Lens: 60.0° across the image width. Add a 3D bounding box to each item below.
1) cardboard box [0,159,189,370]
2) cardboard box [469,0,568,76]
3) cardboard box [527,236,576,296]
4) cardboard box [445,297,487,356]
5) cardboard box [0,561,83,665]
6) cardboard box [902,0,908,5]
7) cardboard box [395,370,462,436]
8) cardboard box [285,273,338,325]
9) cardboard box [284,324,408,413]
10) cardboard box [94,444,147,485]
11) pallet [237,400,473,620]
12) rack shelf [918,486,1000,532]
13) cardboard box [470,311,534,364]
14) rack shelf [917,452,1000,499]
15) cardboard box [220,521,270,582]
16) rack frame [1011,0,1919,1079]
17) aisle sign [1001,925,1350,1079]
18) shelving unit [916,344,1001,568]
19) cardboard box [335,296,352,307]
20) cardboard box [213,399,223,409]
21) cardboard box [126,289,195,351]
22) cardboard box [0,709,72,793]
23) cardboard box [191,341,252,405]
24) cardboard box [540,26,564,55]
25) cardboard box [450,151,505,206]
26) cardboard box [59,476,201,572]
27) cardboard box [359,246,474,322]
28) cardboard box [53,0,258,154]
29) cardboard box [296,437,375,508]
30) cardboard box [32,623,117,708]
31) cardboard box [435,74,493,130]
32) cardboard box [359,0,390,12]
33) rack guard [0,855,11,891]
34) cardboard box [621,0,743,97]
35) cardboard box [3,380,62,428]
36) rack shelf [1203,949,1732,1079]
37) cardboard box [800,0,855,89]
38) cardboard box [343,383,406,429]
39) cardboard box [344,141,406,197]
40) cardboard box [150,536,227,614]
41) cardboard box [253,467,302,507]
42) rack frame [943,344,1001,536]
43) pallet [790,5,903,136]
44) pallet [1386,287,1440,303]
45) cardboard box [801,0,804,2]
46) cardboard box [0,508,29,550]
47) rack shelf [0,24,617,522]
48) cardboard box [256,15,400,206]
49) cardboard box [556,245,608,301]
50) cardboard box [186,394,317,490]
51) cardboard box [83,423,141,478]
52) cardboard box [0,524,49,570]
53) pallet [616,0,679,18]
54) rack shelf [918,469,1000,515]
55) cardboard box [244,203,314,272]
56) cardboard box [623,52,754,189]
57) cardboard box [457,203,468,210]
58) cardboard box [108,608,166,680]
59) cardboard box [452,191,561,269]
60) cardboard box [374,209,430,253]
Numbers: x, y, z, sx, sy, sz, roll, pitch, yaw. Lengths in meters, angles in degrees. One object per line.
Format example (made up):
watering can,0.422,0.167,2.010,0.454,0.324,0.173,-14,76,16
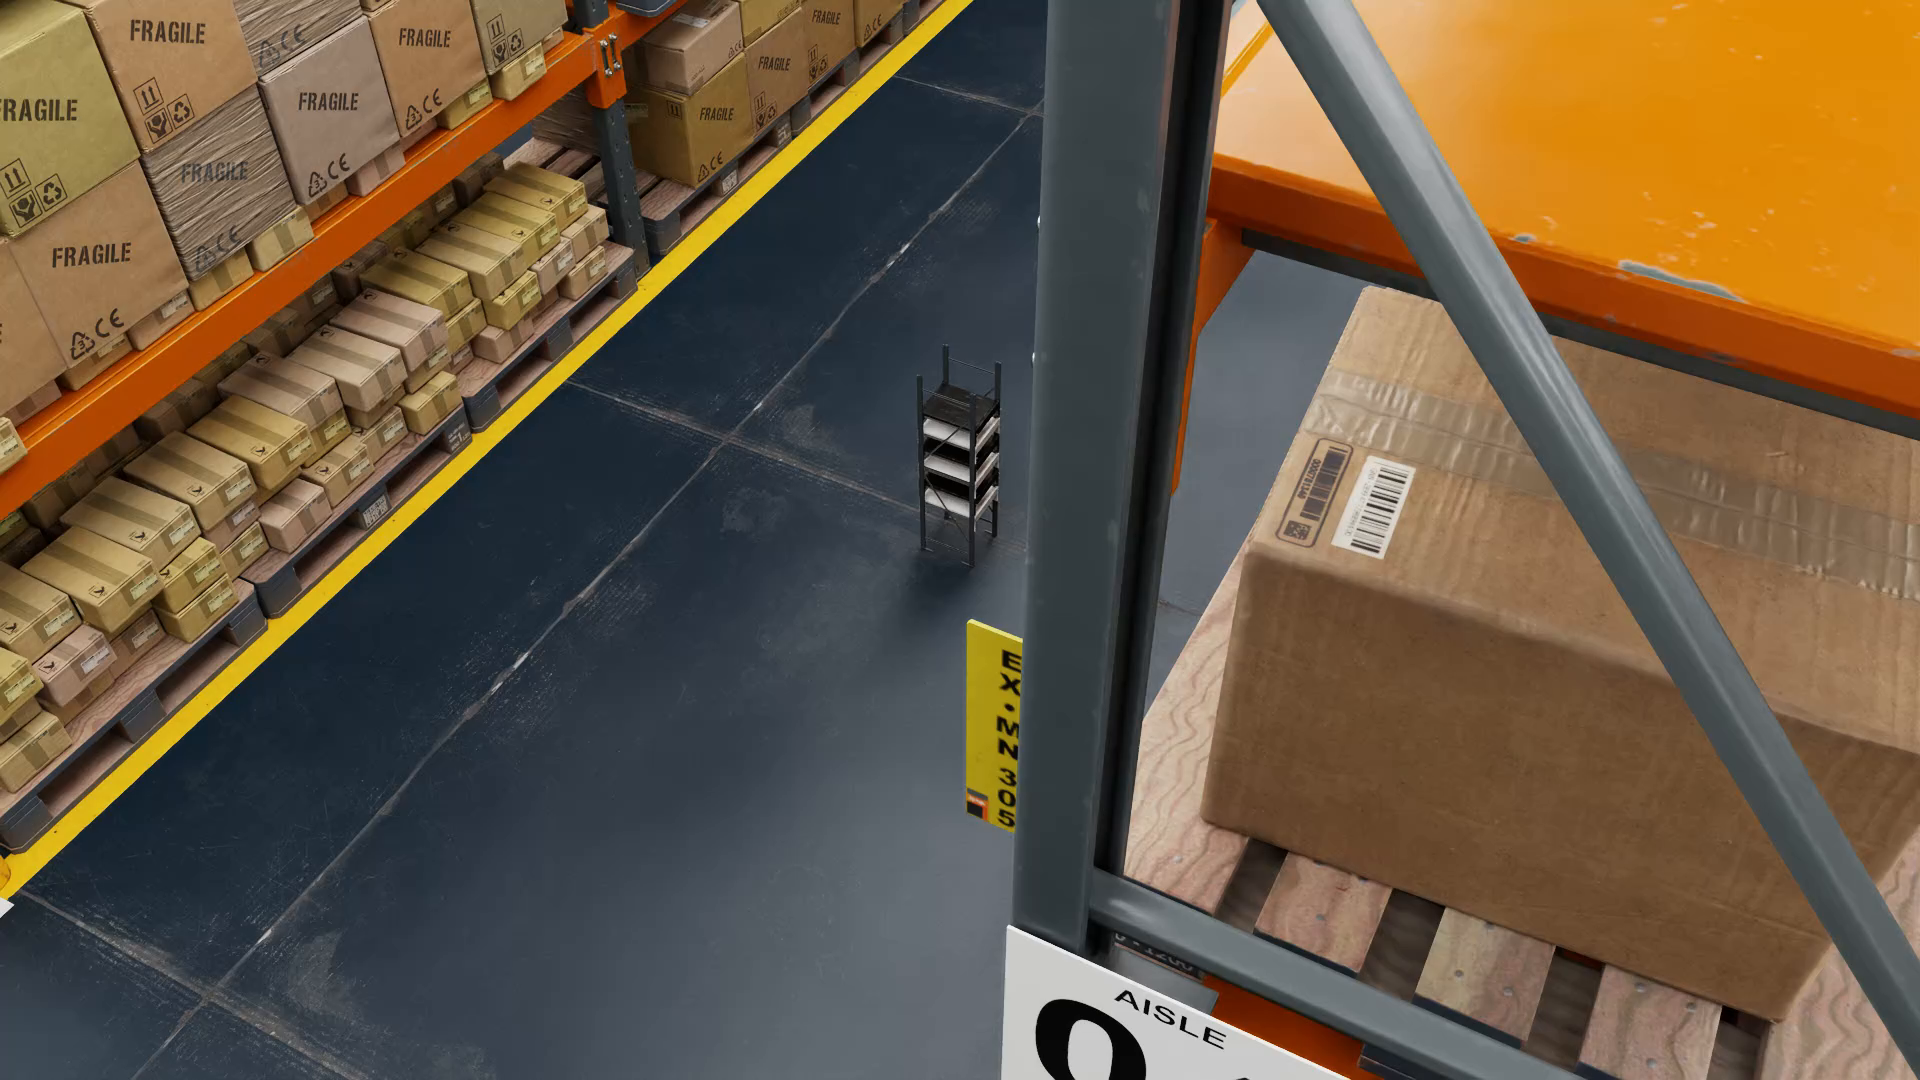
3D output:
cardboard box,-2.902,-0.947,5.297,0.500,0.500,0.500,21,49,20
cardboard box,-1.937,-2.227,6.562,0.500,0.500,0.500,21,49,19
cardboard box,-1.942,-1.257,7.384,0.380,0.149,0.250,18,48,17
cardboard box,-2.254,-0.957,7.087,0.380,0.149,0.250,21,49,19
cardboard box,-3.254,0.249,5.686,0.380,0.149,0.250,21,49,20
cardboard box,-0.425,-3.447,9.510,0.500,0.500,0.500,22,49,21
cardboard box,-2.324,-0.619,6.962,0.380,0.149,0.250,20,49,19
cardboard box,-2.852,-1.056,6.976,0.380,0.149,0.250,21,49,20
cardboard box,-2.438,-0.684,6.608,0.380,0.149,0.250,19,48,18
cardboard box,-3.359,-0.300,6.438,0.380,0.149,0.250,21,49,20
pallet,-2.809,-0.299,6.897,1.003,0.211,1.213,20,49,19
rack shelf,-0.004,-0.161,6.577,0.258,0.077,0.200,20,49,19
cardboard box,-2.104,-0.947,7.286,0.380,0.149,0.250,19,48,18
rack shelf,-0.004,-0.288,6.449,0.258,0.077,0.200,20,49,19
cardboard box,-2.885,-0.003,6.353,0.380,0.149,0.250,21,49,19
rack frame,0.526,-0.373,0.791,1.000,3.000,0.127,20,49,19
aisle sign,0.227,0.769,2.054,0.394,0.787,0.004,20,49,19
shelving unit,-0.004,-0.311,6.425,0.258,0.900,0.210,20,49,19
cardboard box,-2.662,-1.089,7.217,0.380,0.149,0.250,18,48,17
cardboard box,-3.120,-0.638,6.772,0.380,0.149,0.250,21,49,19
cardboard box,-2.839,-0.816,5.624,0.380,0.149,0.250,20,49,18
cardboard box,-3.293,0.665,5.693,0.380,0.149,0.250,21,49,20
cardboard box,-3.055,-0.715,6.639,0.380,0.149,0.250,21,49,19
cardboard box,-1.888,-2.140,6.932,0.380,0.149,0.250,20,49,19
cardboard box,-2.307,-1.691,7.603,0.380,0.149,0.250,22,49,21
cardboard box,-2.982,-0.051,5.982,0.380,0.149,0.250,18,48,17
cardboard box,-2.280,-1.059,6.978,0.380,0.149,0.250,22,49,20
cardboard box,-2.653,-1.614,5.254,0.500,0.500,0.500,19,48,18
cardboard box,-2.587,-0.314,6.661,0.380,0.149,0.250,20,49,19
cardboard box,-3.172,0.386,5.760,0.380,0.149,0.250,20,49,19
cardboard box,-2.088,-1.793,6.589,0.380,0.149,0.250,22,49,21
cardboard box,-2.177,-2.263,5.896,0.500,0.500,0.500,19,48,18
rack guard,-3.785,0.866,5.543,1.175,0.500,0.348,20,49,19
cardboard box,-1.386,-2.396,7.944,0.500,0.250,0.500,18,48,17
cardboard box,-3.127,-0.507,5.319,0.380,0.149,0.250,23,50,21
rack shelf,1.455,-0.325,3.359,1.077,0.370,4.000,20,49,19
cardboard box,-0.910,-2.800,8.871,0.500,0.500,0.500,21,49,20
cardboard box,-2.498,-0.628,6.762,0.380,0.149,0.250,18,48,17
cardboard box,-2.330,-1.457,6.258,0.380,0.149,0.250,18,48,17
cardboard box,-2.922,0.076,6.066,0.380,0.149,0.250,22,49,20
cardboard box,-2.794,-0.307,6.444,0.380,0.149,0.250,23,50,21
rack frame,0.043,-0.375,6.488,0.240,0.900,0.006,20,49,19
pallet,-1.038,-2.767,9.337,1.003,0.211,1.213,20,49,19
pallet,1.427,-0.529,3.118,1.003,0.211,1.213,20,49,19
cardboard box,-0.900,-3.052,8.592,0.500,0.250,0.500,22,49,20
cardboard box,-3.623,-0.081,6.012,0.380,0.149,0.250,19,48,18
rack shelf,-2.892,-0.972,6.108,1.077,0.370,4.000,20,49,19
cardboard box,-2.412,-1.587,5.930,0.500,0.500,0.500,20,49,19
cardboard box,-1.843,-1.271,7.606,0.380,0.149,0.250,21,49,20
cardboard box,-2.682,-0.373,6.301,0.380,0.149,0.250,21,49,20
cardboard box,-3.372,-0.411,6.338,0.380,0.149,0.250,22,49,20
cardboard box,-3.588,0.030,6.111,0.380,0.149,0.250,19,48,17
pallet,-1.479,-2.851,7.594,1.003,0.211,1.213,20,49,19
rack shelf,-0.004,-0.225,6.513,0.258,0.077,0.200,20,49,19
cardboard box,-2.550,-1.131,5.935,0.380,0.149,0.250,21,49,20
cardboard box,-1.385,-2.132,8.210,0.500,0.500,0.500,22,49,21
cardboard box,-2.415,-1.612,7.735,0.380,0.149,0.250,23,50,21
cardboard box,-3.135,0.314,6.040,0.380,0.149,0.250,21,49,19
cardboard box,-1.981,-1.356,7.272,0.380,0.149,0.250,21,49,20
cardboard box,-2.561,-1.362,7.278,0.380,0.149,0.250,20,49,19
